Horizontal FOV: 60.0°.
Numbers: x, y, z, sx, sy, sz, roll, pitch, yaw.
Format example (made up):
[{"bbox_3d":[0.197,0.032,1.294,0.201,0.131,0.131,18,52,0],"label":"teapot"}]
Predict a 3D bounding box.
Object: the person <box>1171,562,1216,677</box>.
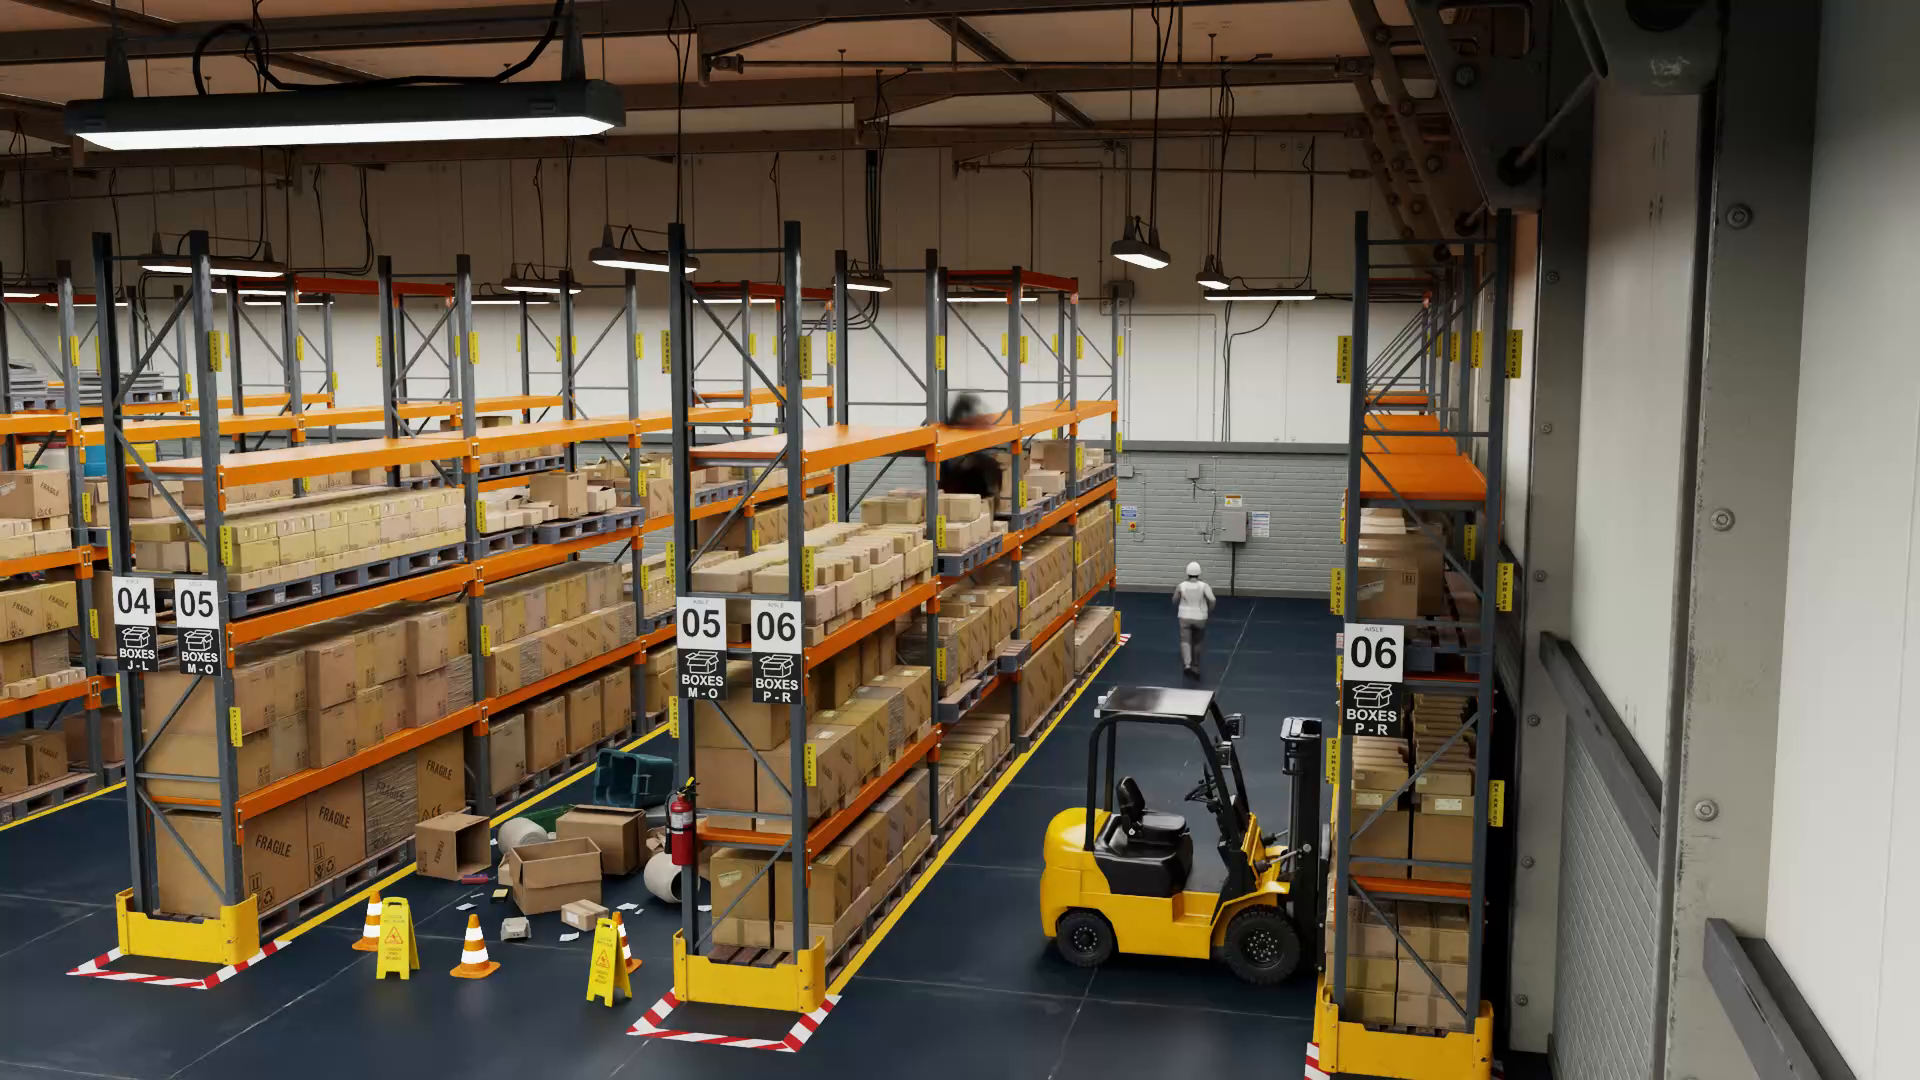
[{"bbox_3d":[3.528,1.199,25.181,0.657,1.755,0.971,1,7,4],"label":"person"}]
